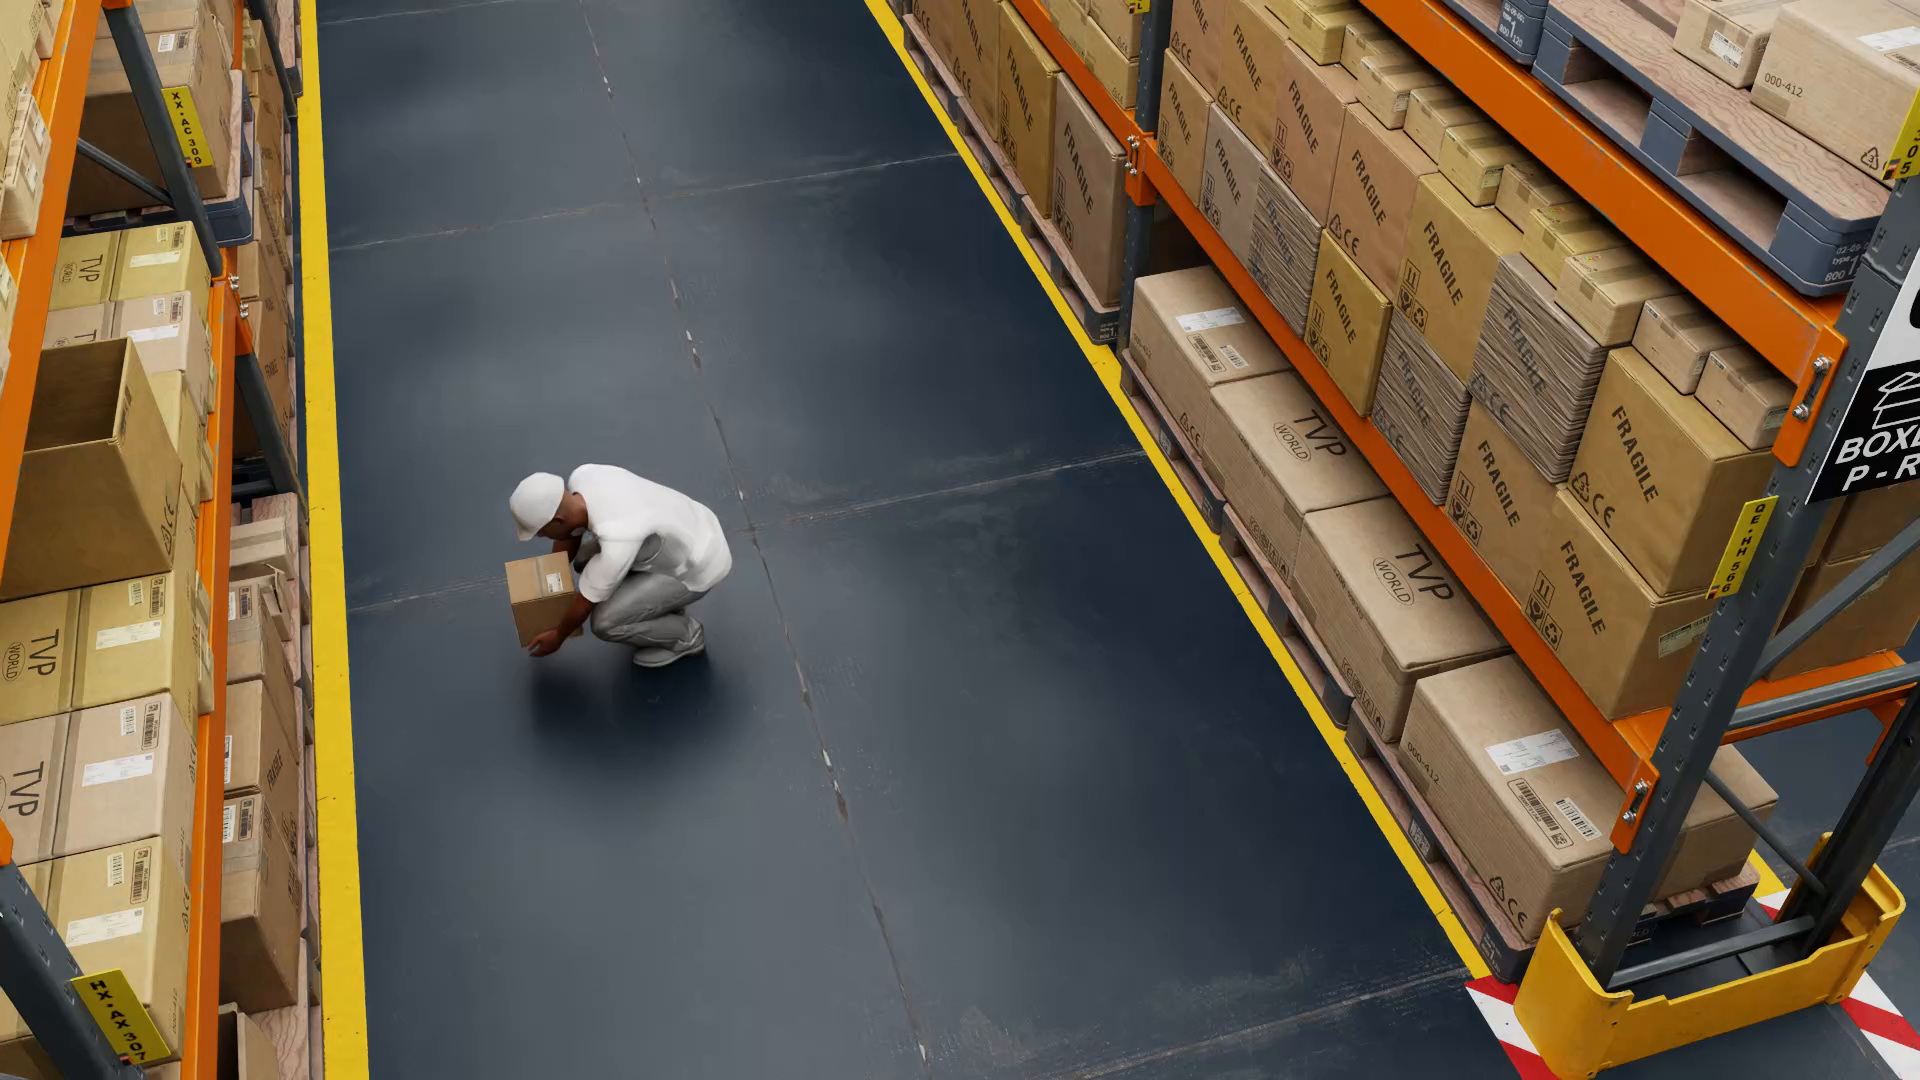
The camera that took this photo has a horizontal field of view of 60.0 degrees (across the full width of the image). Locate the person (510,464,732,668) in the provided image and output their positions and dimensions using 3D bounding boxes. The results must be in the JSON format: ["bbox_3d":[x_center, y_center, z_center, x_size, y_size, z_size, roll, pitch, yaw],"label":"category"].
[{"bbox_3d":[-1.360,0.059,6.655,0.867,1.001,0.592,-12,43,-13],"label":"person"}]
